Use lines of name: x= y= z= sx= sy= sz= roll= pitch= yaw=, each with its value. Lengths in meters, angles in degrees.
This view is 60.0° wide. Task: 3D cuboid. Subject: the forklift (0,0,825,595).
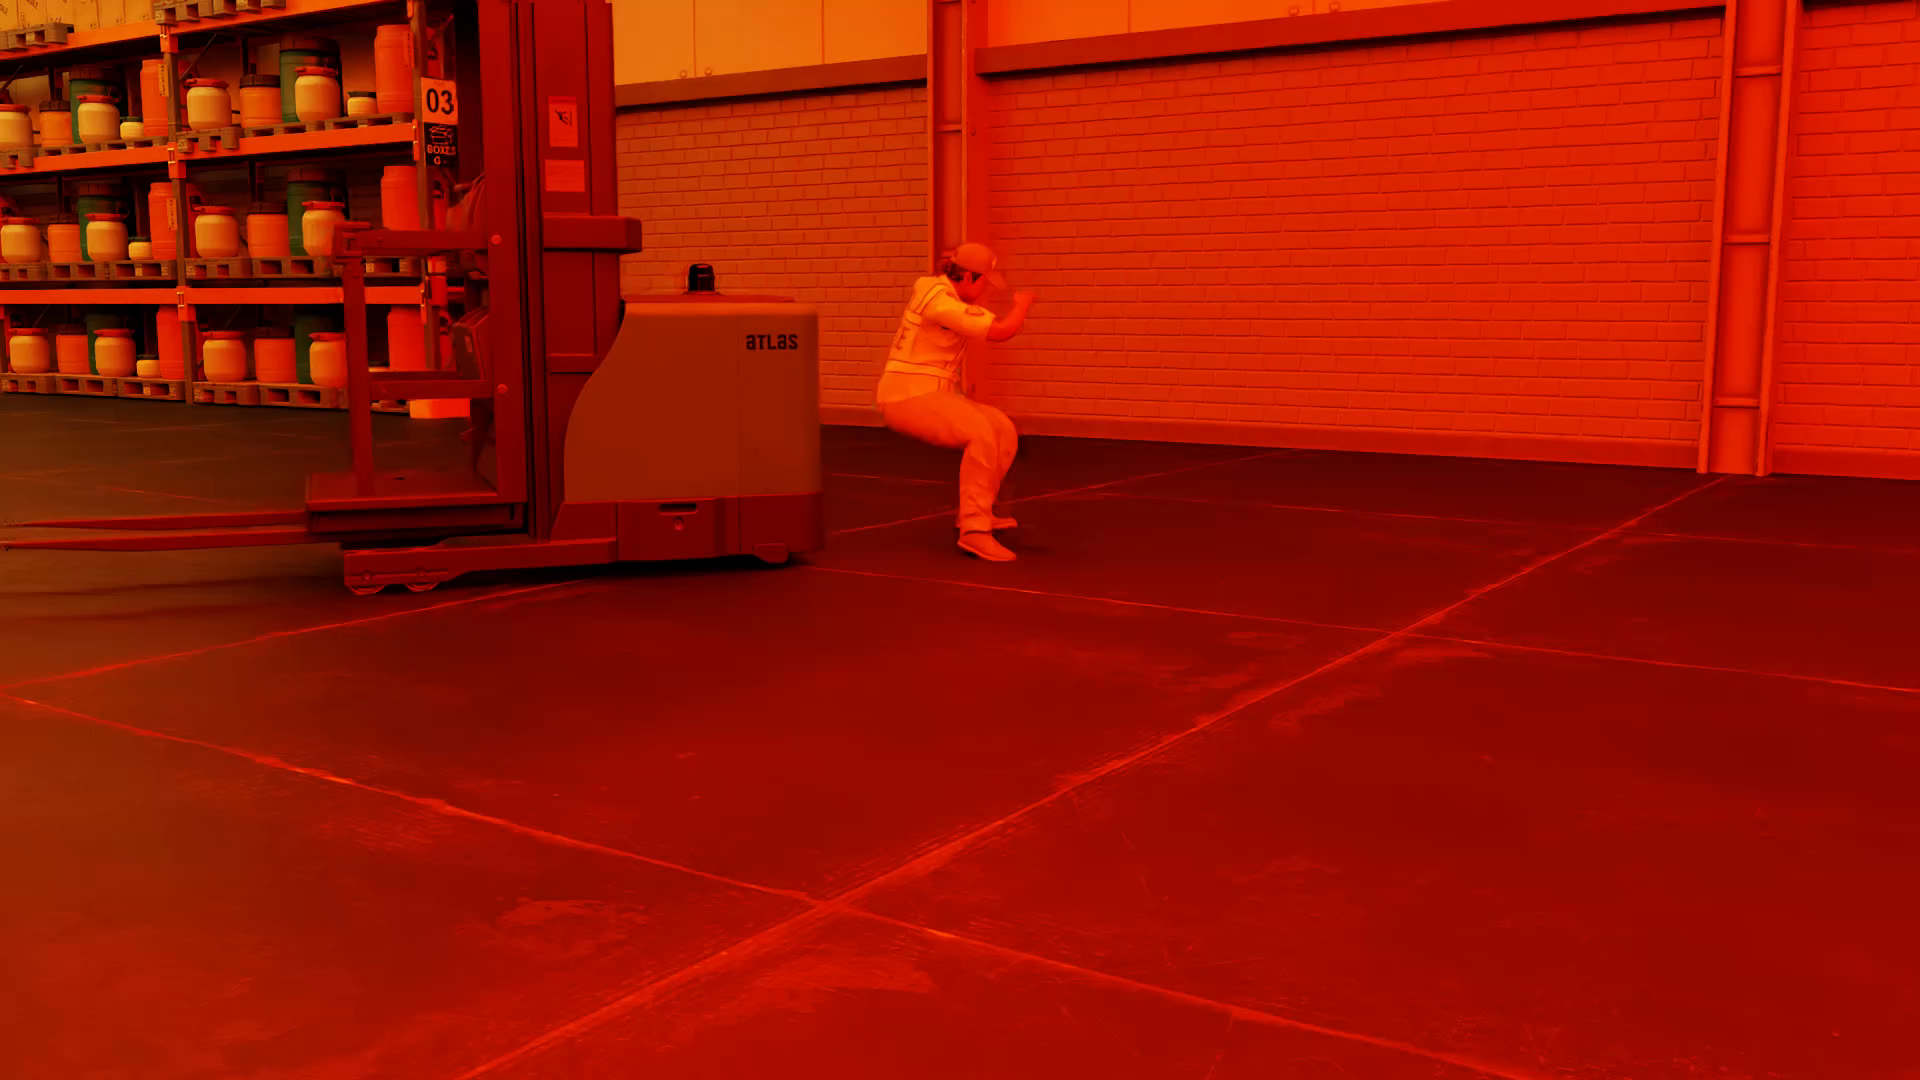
forklift: x=-2.128 y=-1.331 z=6.552 sx=3.031 sy=2.935 sz=1.130 roll=-3 pitch=9 yaw=-21

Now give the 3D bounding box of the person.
person: x=-0.020 y=-0.663 z=7.591 sx=0.721 sy=1.361 sz=1.418 roll=0 pitch=8 yaw=0
